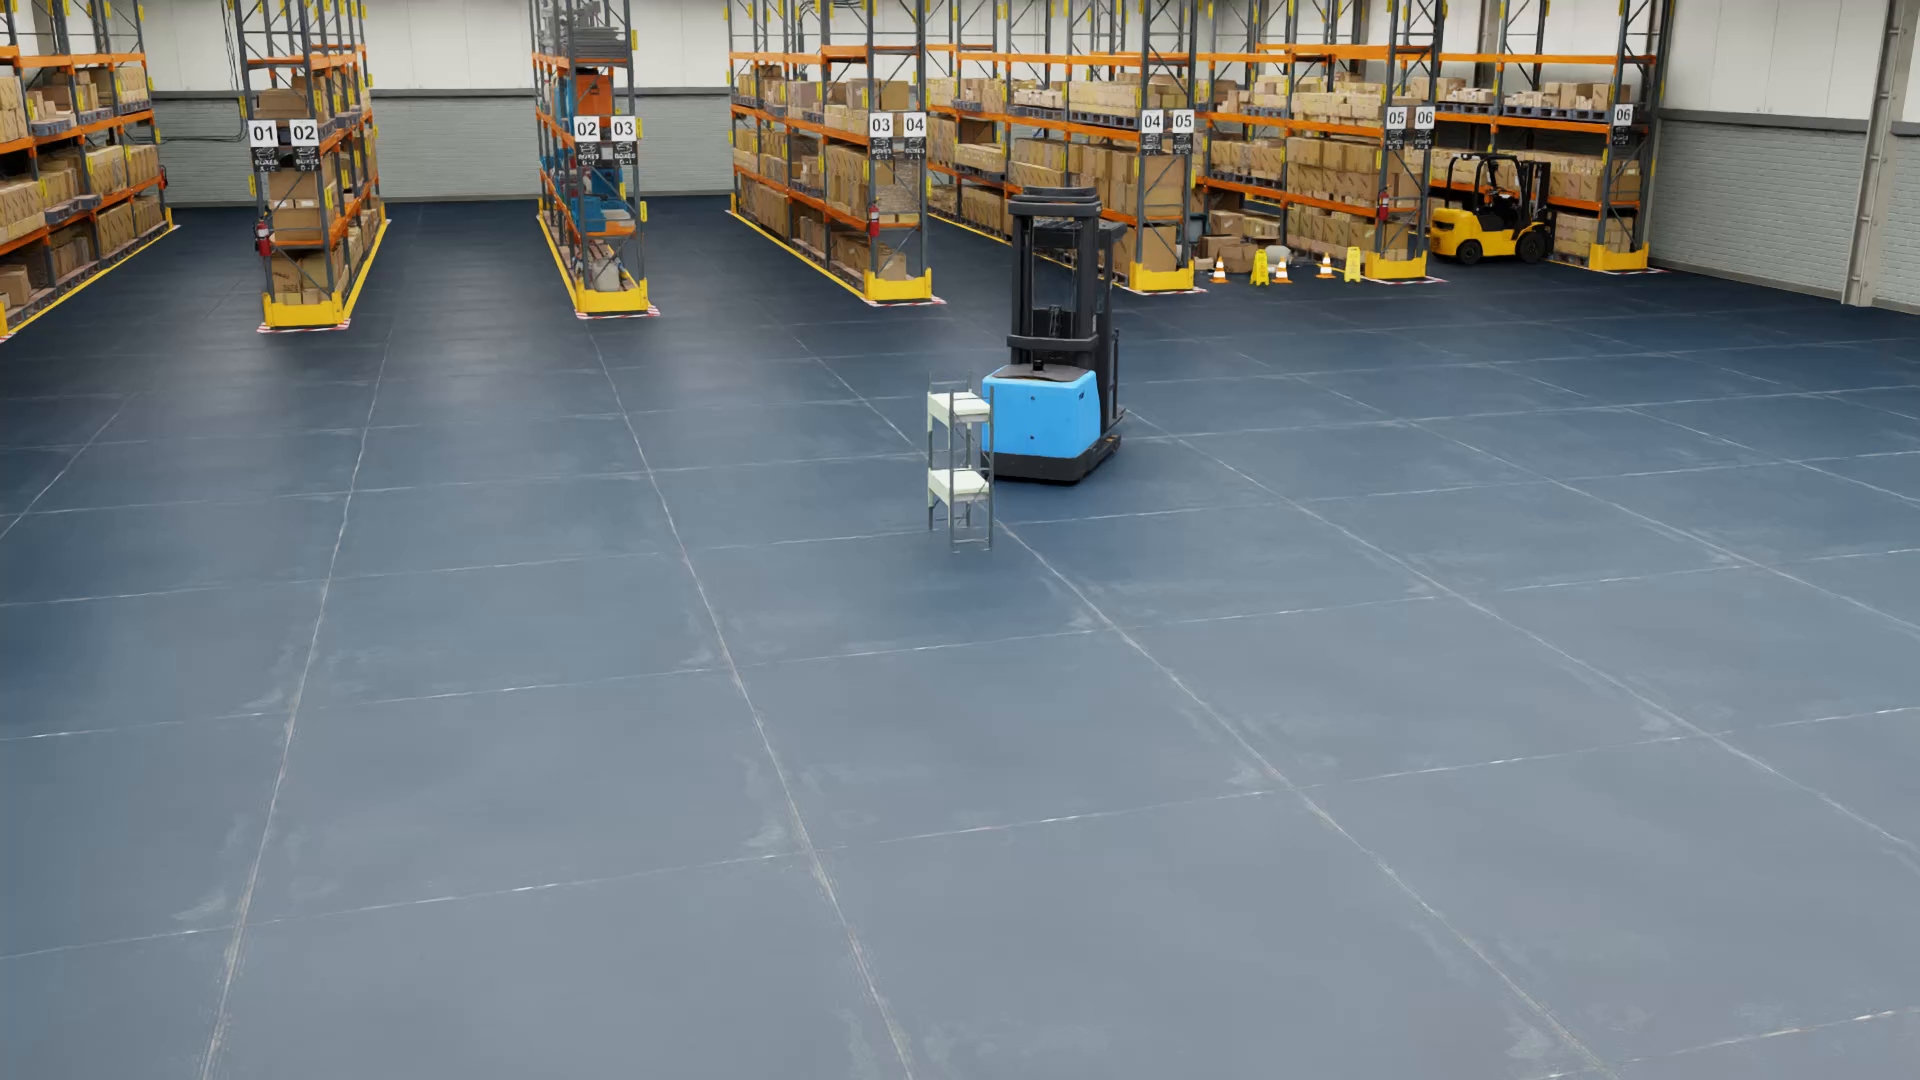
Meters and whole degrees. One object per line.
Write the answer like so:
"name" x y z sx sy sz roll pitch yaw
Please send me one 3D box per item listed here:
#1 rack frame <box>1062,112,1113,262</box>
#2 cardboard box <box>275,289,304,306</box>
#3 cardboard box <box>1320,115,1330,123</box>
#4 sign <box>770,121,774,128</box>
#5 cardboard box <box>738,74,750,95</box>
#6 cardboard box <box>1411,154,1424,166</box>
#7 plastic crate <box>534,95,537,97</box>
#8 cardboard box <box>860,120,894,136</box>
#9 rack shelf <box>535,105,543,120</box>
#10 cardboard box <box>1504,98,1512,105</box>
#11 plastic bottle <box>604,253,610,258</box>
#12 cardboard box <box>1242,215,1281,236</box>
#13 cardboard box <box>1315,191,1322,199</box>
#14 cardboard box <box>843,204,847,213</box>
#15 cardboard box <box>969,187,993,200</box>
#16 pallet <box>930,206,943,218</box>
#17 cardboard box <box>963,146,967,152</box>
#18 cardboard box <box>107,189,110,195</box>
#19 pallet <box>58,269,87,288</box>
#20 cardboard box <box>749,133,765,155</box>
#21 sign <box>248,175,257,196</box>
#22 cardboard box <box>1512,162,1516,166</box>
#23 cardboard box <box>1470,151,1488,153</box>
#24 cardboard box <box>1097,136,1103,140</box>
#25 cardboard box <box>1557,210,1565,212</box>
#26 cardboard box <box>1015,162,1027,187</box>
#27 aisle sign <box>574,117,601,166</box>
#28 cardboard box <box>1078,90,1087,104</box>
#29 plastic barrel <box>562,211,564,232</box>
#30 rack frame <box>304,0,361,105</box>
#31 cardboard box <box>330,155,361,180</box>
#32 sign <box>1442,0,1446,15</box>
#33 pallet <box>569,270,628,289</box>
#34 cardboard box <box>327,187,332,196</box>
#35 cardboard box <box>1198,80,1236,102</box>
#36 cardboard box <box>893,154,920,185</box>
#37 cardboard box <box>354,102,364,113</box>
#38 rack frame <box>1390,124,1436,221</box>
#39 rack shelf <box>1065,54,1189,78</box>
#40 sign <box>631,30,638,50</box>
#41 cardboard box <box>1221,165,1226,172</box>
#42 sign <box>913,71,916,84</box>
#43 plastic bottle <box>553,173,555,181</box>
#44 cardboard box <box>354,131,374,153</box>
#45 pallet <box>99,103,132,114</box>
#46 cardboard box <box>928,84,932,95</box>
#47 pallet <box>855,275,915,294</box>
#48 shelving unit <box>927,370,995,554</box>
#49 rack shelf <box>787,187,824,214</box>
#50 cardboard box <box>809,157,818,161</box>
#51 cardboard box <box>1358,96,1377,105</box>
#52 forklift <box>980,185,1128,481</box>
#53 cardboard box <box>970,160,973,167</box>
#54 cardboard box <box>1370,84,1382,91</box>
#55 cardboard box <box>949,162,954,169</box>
"rack frame" 2.615 -7.203 34.016 1.000 3.000 0.127 -5 17 -15
"cardboard box" -11.040 -3.960 27.267 0.500 0.250 0.500 -5 17 -15
"cardboard box" 7.467 -8.470 33.454 0.380 0.149 0.250 -5 17 -16
"sign" -4.954 -10.865 43.783 0.100 0.325 0.005 -5 17 -15
"cardboard box" -5.246 -11.587 42.318 0.700 0.500 0.500 -5 18 -17
"cardboard box" 11.043 -9.009 39.420 0.500 0.250 0.500 -4 17 -14
"plastic crate" -10.404 -11.012 41.709 0.497 0.269 0.590 -5 17 -15
"cardboard box" -1.459 -7.211 29.087 0.500 0.250 0.500 -4 17 -14
"rack shelf" -9.692 -10.305 40.380 1.077 0.370 4.000 -5 17 -15
"cardboard box" 11.950 -9.433 35.758 0.380 0.149 0.250 -4 17 -14
"plastic bottle" -6.628 -5.223 31.262 0.144 0.351 0.185 -5 17 -15
"cardboard box" 6.807 -7.101 37.512 0.950 0.372 0.625 -4 17 -13
"cardboard box" 7.467 -7.035 33.893 0.380 0.149 0.250 -5 17 -15
"cardboard box" -1.987 -6.222 31.185 0.380 0.149 0.250 -5 17 -15
"cardboard box" 0.514 -8.407 40.334 0.500 0.250 0.500 -4 17 -14
"pallet" -0.141 -8.602 43.518 1.003 0.211 1.213 -5 17 -15
"cardboard box" 0.299 -9.419 40.066 0.380 0.149 0.250 -5 17 -16
"cardboard box" -17.934 -7.266 34.626 0.380 0.149 0.250 -4 17 -14
"pallet" -17.024 -4.882 31.135 1.003 0.211 1.213 -5 17 -15
"cardboard box" -4.897 -9.726 40.856 0.500 0.500 0.500 -5 17 -15
"sign" -11.134 -5.579 26.185 0.100 0.325 0.005 -5 17 -15
"cardboard box" 12.124 -8.124 35.780 0.380 0.149 0.250 -5 17 -15
"cardboard box" 11.928 -8.845 38.182 0.380 0.149 0.250 -5 17 -16
"cardboard box" 4.056 -11.171 45.313 0.500 0.500 0.500 -5 17 -17
"cardboard box" 12.365 -6.796 34.971 0.500 0.250 0.500 -5 17 -16
"cardboard box" 1.522 -8.071 36.733 0.500 0.500 0.500 -5 17 -16
"aisle sign" -6.111 -6.543 27.298 0.394 0.787 0.004 -5 17 -15
"cardboard box" 2.620 -8.662 32.500 0.500 0.250 0.500 -5 17 -16
"plastic barrel" -8.815 -7.509 37.950 0.600 0.901 0.708 -5 17 -15
"rack frame" -13.906 -11.143 36.703 1.000 3.000 0.127 -5 17 -15
"cardboard box" -13.361 -8.035 35.881 0.700 0.500 0.500 -10 19 -29
"sign" 8.968 -9.917 30.862 0.100 0.325 0.005 -5 17 -15
"pallet" -6.799 -4.923 31.271 1.003 0.211 1.213 -5 17 -15
"cardboard box" -11.079 -6.006 28.728 0.380 0.149 0.250 -4 17 -14
"cardboard box" 5.999 -10.508 38.896 0.797 0.503 0.637 -6 18 -19
"cardboard box" -0.972 -6.575 29.497 0.500 0.500 0.500 -5 17 -15
"cardboard box" -13.802 -9.788 37.669 0.500 0.250 0.500 -5 17 -15
"rack frame" 11.019 -9.122 40.405 1.000 3.000 0.127 -5 17 -15
"rack shelf" 3.165 -8.987 31.472 1.077 0.370 4.000 -5 17 -15
"sign" -5.315 -8.156 27.124 0.100 0.325 0.005 -5 17 -15
"cardboard box" 6.234 -8.545 38.189 0.380 0.149 0.250 -6 18 -19
"sign" -1.204 -12.335 44.366 0.100 0.325 0.005 -5 17 -15
"plastic bottle" -8.966 -7.980 36.806 0.061 0.283 0.133 -5 17 -15
"cardboard box" -14.332 -9.519 39.813 0.500 0.500 0.500 -4 17 -14
"pallet" -18.883 -9.498 36.596 1.003 0.211 1.213 -5 17 -15
"cardboard box" -0.540 -11.700 43.163 0.500 0.250 0.500 -4 17 -15
"pallet" -1.293 -4.646 30.348 1.003 0.211 1.213 -5 17 -15
"shelving unit" 0.002 -0.716 15.028 0.431 1.500 0.755 -5 17 -15
"rack shelf" -2.731 -7.048 34.748 1.077 0.370 4.000 -5 17 -15
"cardboard box" -2.845 -7.902 35.437 0.700 0.500 0.500 -2 17 -7
"cardboard box" 7.927 -8.502 32.177 0.380 0.149 0.250 -5 17 -15
"forklift" 1.169 -2.393 18.120 1.130 2.935 3.031 6 18 18
"cardboard box" 0.447 -8.991 39.673 0.380 0.149 0.250 -5 17 -16
"cardboard box" 10.355 -11.182 41.097 0.380 0.149 0.250 -5 17 -16
"cardboard box" -0.063 -9.419 41.829 0.380 0.149 0.250 -5 17 -17
